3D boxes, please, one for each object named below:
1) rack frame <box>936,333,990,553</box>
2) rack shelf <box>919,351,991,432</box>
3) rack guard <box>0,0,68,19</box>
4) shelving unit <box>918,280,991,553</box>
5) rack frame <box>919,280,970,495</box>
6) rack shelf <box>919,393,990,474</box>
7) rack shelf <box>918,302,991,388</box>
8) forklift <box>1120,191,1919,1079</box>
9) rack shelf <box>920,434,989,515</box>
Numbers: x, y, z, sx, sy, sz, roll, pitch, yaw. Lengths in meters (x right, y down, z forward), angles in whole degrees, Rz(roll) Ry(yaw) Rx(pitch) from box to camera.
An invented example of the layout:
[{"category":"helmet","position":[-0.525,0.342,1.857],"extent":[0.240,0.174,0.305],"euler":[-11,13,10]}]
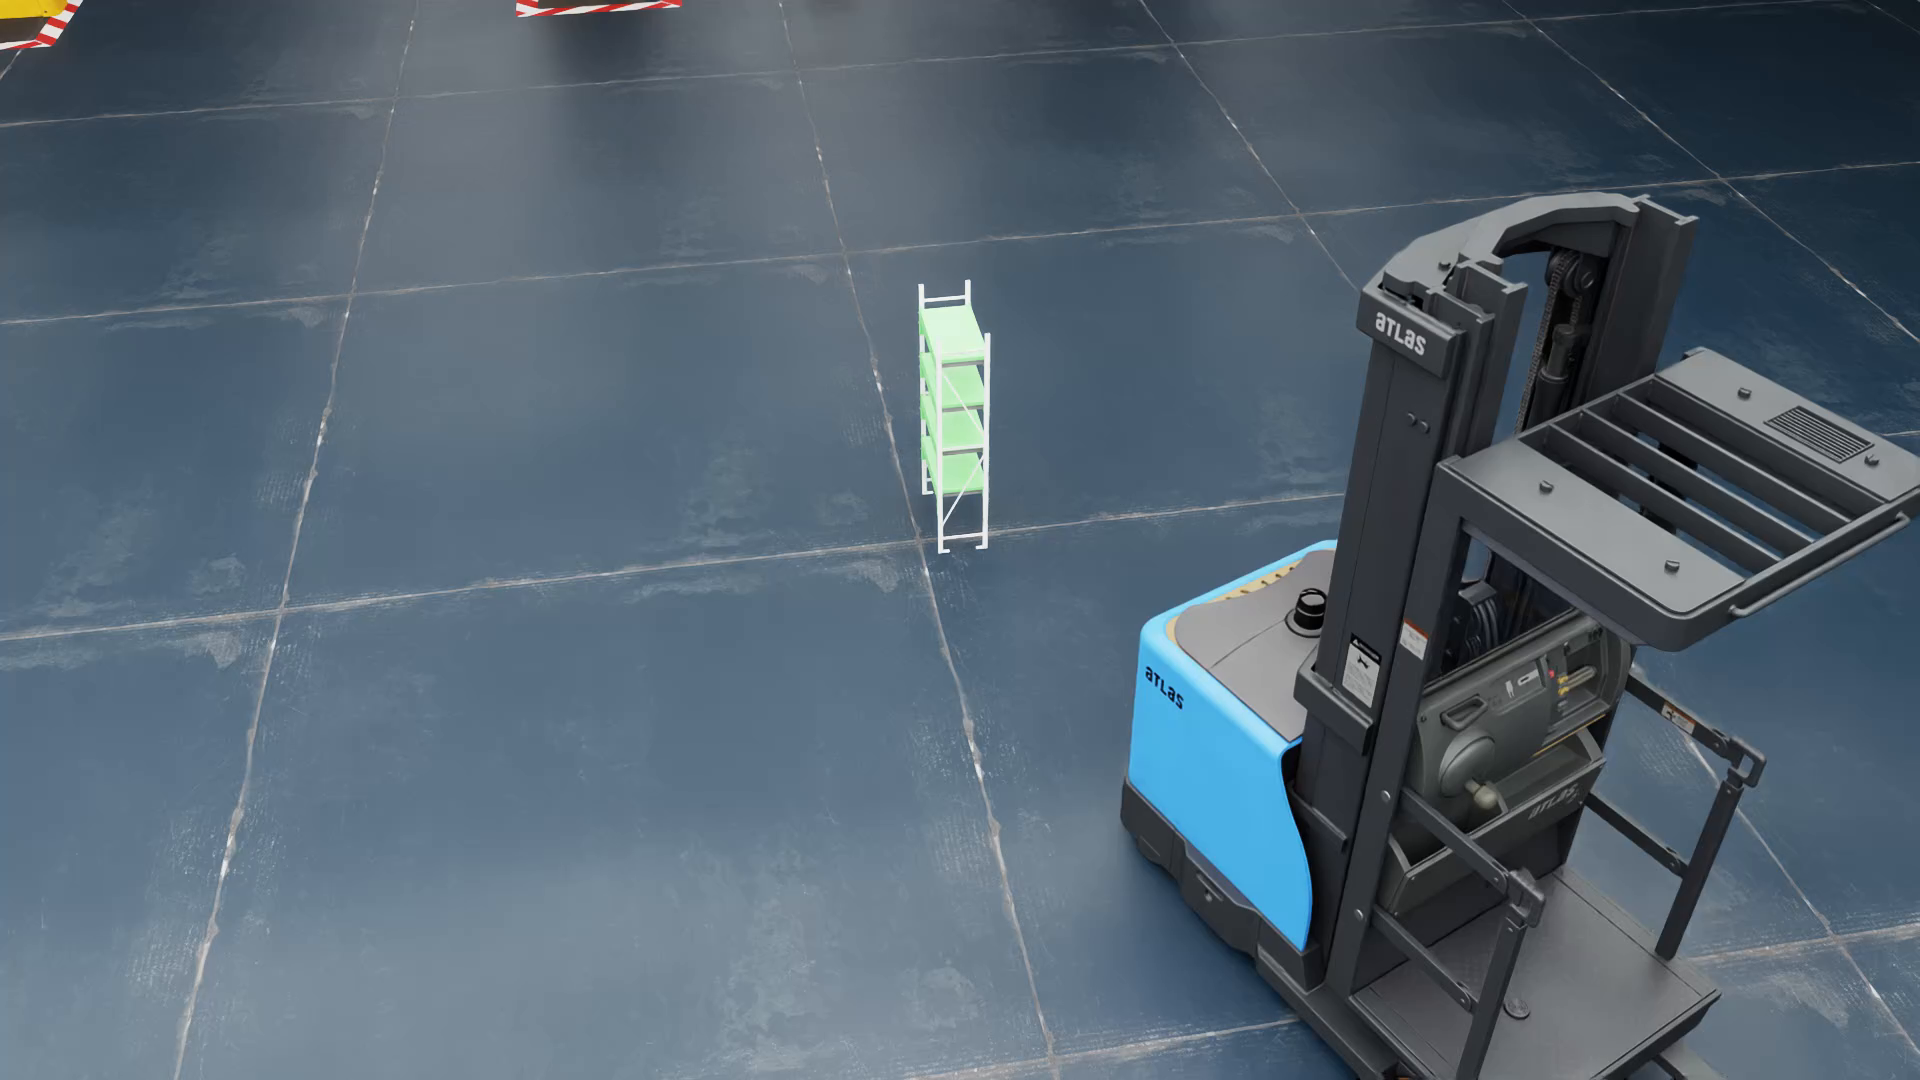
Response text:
[{"category":"rack frame","position":[0.014,-0.426,7.721],"extent":[0.240,1.200,0.015],"euler":[-6,38,-8]},{"category":"rack shelf","position":[-0.029,-0.713,7.802],"extent":[0.258,0.148,0.480],"euler":[-6,38,-8]},{"category":"rack guard","position":[-8.032,-4.561,13.613],"extent":[1.175,0.500,0.348],"euler":[-6,38,-8]},{"category":"shelving unit","position":[-0.029,-0.574,7.911],"extent":[0.258,1.200,0.503],"euler":[-6,38,-8]},{"category":"rack frame","position":[-0.072,-0.721,8.100],"extent":[0.240,1.200,0.015],"euler":[-6,38,-8]},{"category":"rack shelf","position":[-0.029,-0.523,7.950],"extent":[0.258,0.148,0.480],"euler":[-6,38,-8]},{"category":"rack shelf","position":[-0.029,-0.902,7.655],"extent":[0.258,0.148,0.480],"euler":[-6,38,-8]},{"category":"forklift","position":[1.867,0.584,5.009],"extent":[1.130,2.935,3.031],"euler":[-22,43,-26]},{"category":"rack shelf","position":[-0.029,-0.334,8.097],"extent":[0.258,0.148,0.480],"euler":[-6,38,-8]}]
